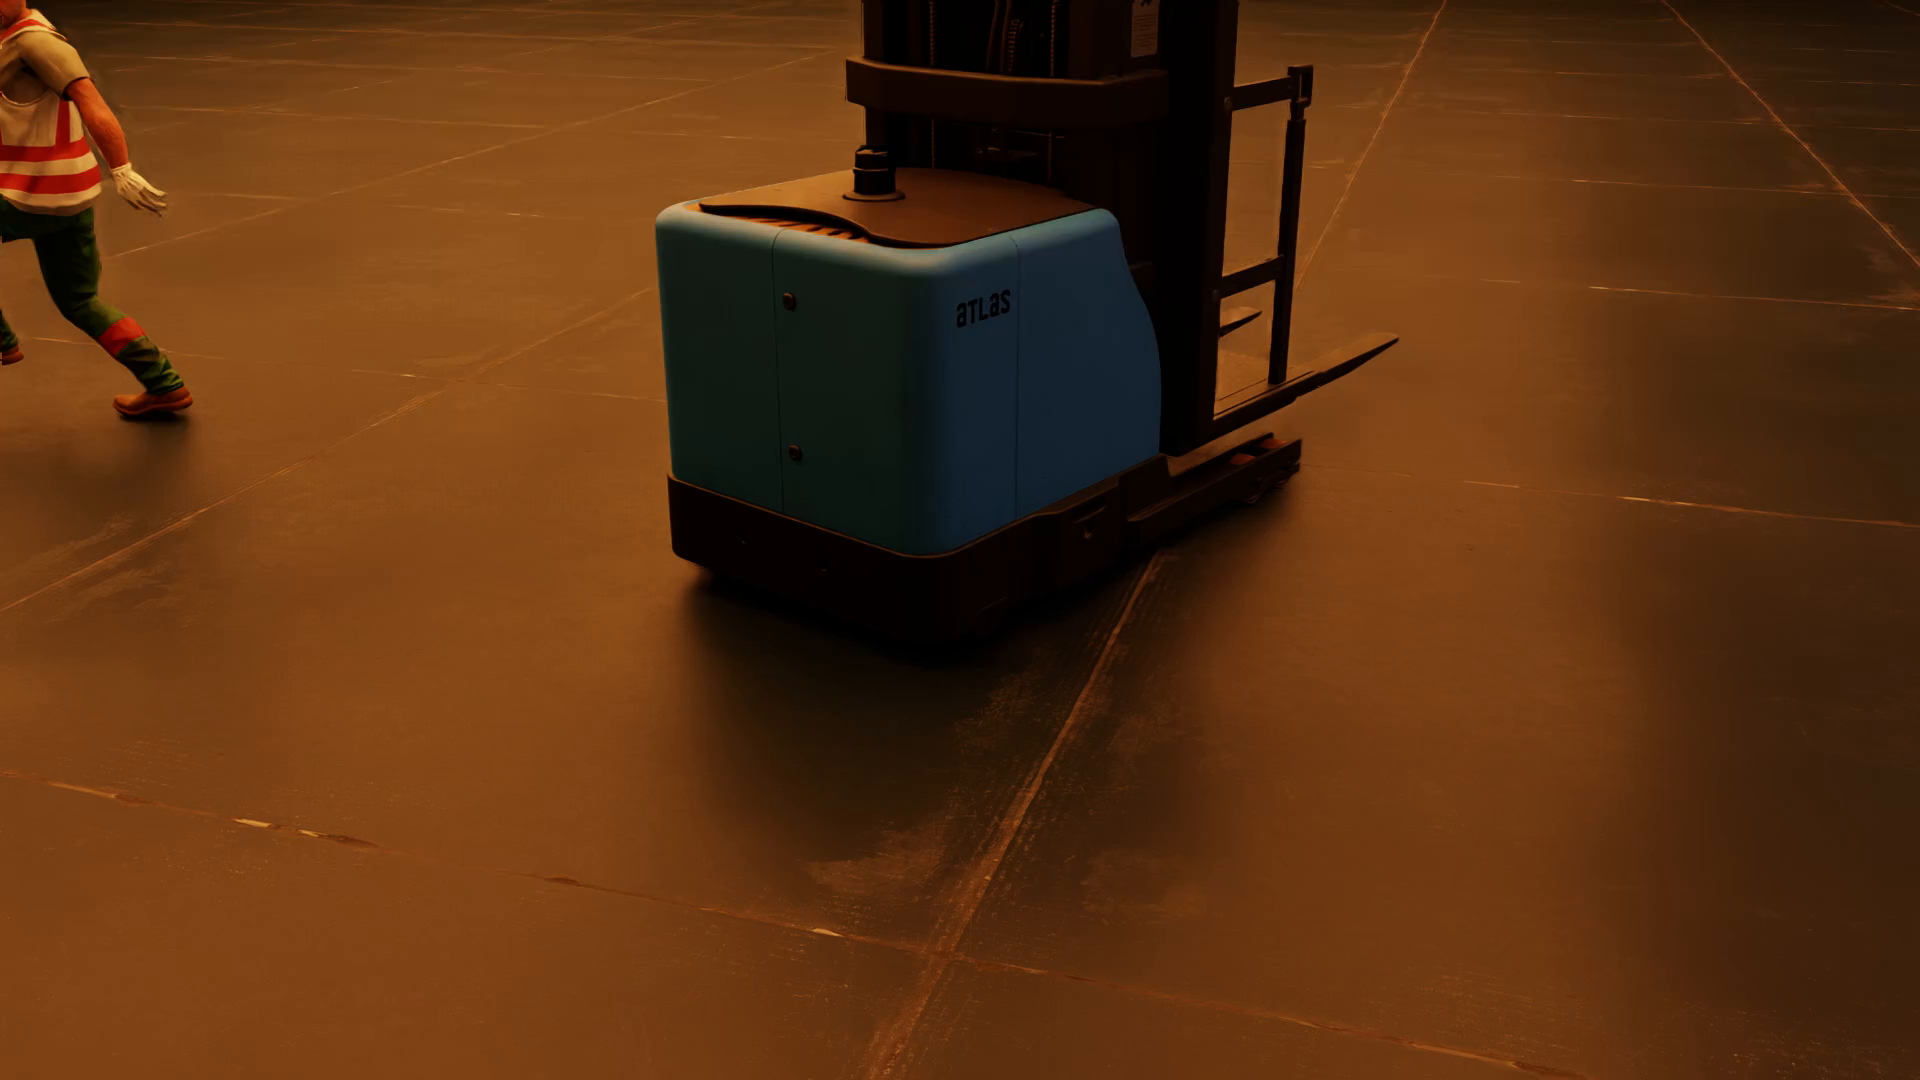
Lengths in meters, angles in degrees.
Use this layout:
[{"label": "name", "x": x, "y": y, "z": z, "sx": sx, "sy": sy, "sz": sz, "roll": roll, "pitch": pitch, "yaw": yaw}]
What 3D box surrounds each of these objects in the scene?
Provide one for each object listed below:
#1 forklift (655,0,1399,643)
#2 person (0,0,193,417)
[{"label": "forklift", "x": 0.485, "y": -1.578, "z": 5.102, "sx": 1.130, "sy": 2.935, "sz": 3.031, "roll": 18, "pitch": 28, "yaw": 36}, {"label": "person", "x": -3.269, "y": -1.243, "z": 5.899, "sx": 0.992, "sy": 1.686, "sz": 0.557, "roll": -2, "pitch": 23, "yaw": -5}]
